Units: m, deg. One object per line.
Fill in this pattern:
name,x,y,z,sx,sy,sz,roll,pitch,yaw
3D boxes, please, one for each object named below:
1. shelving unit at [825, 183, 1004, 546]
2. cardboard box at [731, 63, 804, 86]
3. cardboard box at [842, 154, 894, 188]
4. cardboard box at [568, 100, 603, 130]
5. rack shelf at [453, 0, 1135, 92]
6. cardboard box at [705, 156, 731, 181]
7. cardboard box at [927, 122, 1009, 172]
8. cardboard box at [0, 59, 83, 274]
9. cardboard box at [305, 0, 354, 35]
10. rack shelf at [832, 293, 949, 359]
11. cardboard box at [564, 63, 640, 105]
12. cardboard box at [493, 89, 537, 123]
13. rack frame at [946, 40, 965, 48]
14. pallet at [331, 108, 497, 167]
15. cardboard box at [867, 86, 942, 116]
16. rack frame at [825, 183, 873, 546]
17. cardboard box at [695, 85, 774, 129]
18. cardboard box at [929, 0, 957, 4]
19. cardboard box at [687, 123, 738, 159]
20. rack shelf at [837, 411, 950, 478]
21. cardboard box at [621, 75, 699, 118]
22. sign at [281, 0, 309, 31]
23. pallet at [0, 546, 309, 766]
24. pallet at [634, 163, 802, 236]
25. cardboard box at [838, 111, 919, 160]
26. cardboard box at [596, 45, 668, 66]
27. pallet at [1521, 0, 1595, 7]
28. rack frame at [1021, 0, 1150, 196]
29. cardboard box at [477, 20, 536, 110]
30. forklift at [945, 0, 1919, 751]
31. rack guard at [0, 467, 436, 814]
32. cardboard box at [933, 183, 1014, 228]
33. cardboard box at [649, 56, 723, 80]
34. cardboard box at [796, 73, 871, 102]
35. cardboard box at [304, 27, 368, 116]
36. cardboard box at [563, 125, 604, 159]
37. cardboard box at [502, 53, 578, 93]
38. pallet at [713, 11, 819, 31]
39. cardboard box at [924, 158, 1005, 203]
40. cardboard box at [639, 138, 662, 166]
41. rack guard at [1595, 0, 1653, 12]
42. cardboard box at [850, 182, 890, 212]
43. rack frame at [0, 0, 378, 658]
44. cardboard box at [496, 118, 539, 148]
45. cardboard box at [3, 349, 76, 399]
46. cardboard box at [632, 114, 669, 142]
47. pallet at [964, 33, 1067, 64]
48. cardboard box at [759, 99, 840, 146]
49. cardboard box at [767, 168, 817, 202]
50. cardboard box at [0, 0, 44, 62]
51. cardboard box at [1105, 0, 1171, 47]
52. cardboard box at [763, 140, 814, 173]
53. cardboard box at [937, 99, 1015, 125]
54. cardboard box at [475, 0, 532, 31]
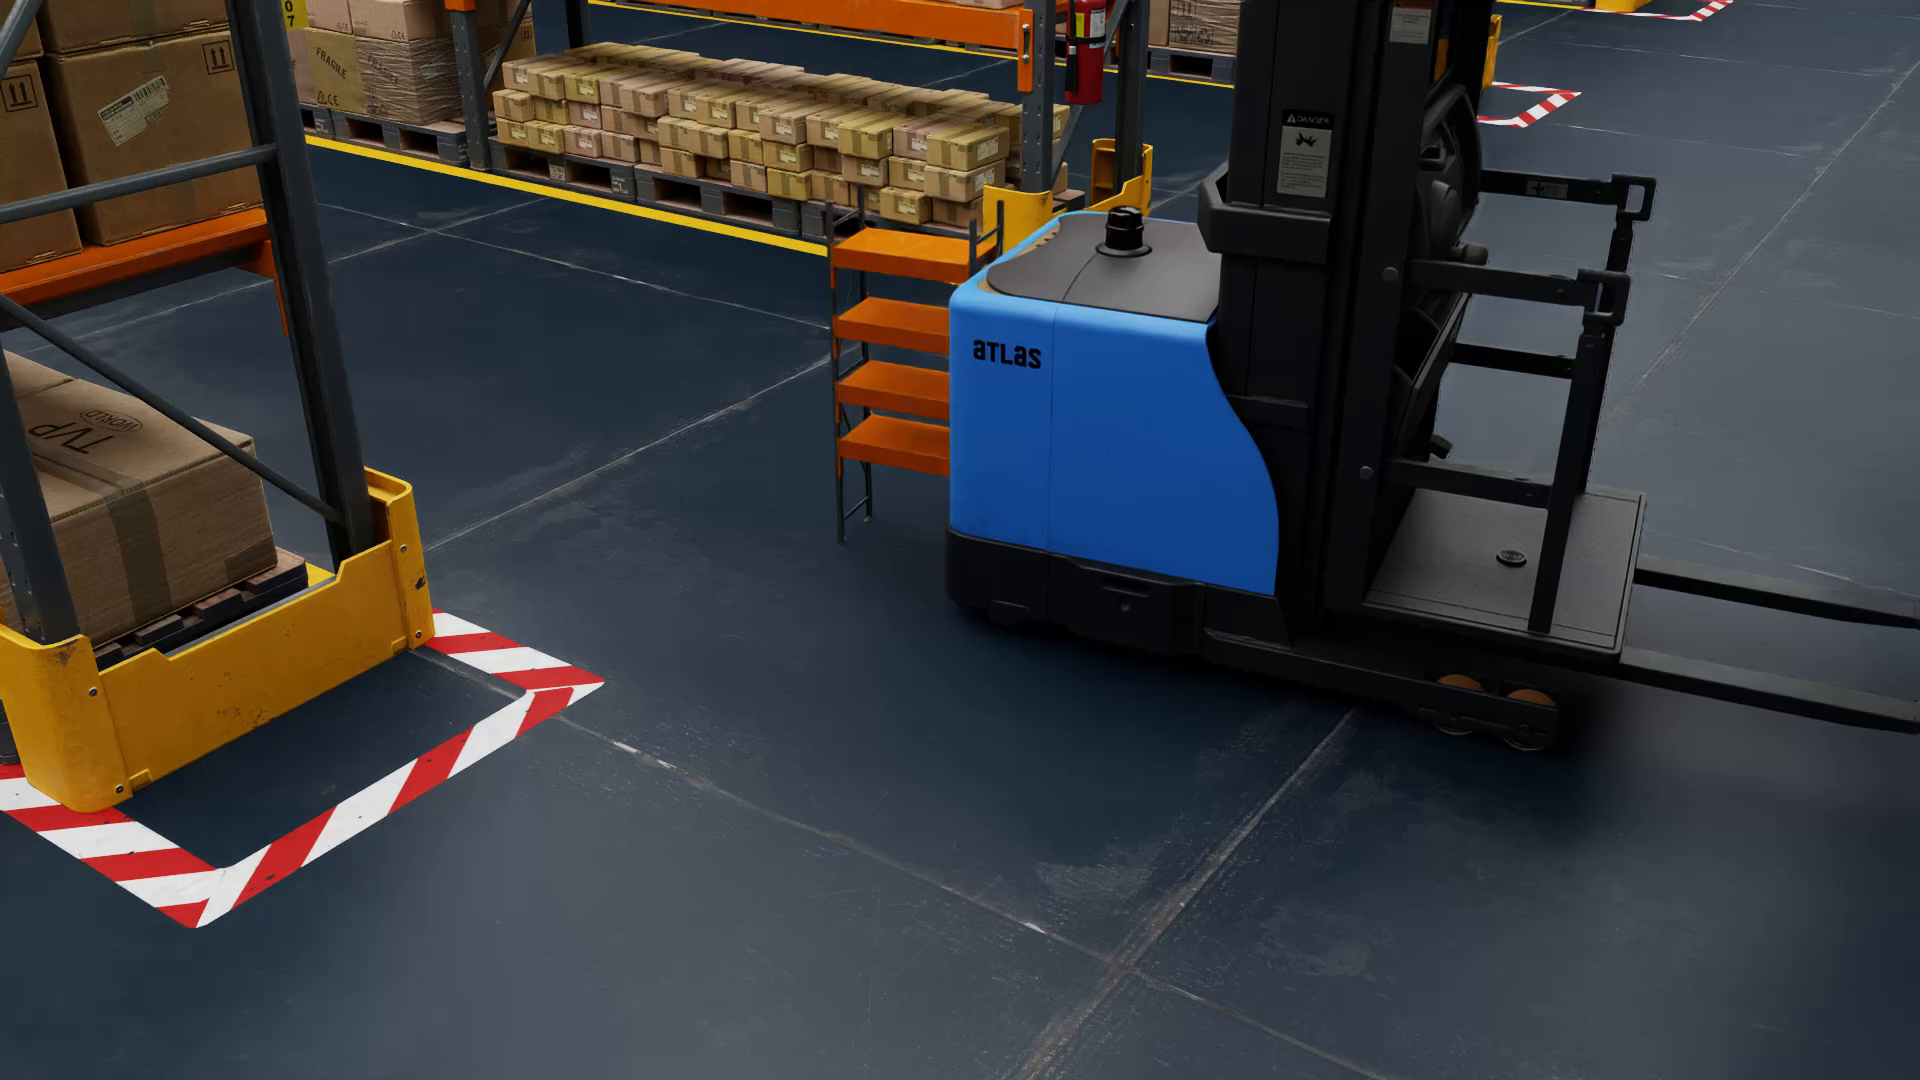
shelving unit,-0.141,-0.522,5.453,0.503,1.200,0.258,11,29,21
cardboard box,-1.118,-2.663,9.699,0.250,0.149,0.380,16,31,29
cardboard box,-0.404,-1.966,8.659,0.250,0.149,0.380,16,31,28
cardboard box,-2.077,-2.539,9.783,0.250,0.149,0.380,17,32,30
rack shelf,-1.027,-2.948,9.030,4.000,0.370,1.077,17,32,30
cardboard box,-1.205,-2.129,9.306,0.250,0.149,0.380,18,32,32
cardboard box,0.042,-1.978,8.355,0.250,0.149,0.380,18,32,31
cardboard box,-2.645,-0.948,4.196,0.500,0.500,0.500,18,32,31
cardboard box,-3.848,-3.424,10.636,0.500,0.250,0.500,19,33,33
rack shelf,-0.141,-0.661,5.382,0.480,0.148,0.258,11,29,21
cardboard box,-2.079,-2.659,9.692,0.250,0.149,0.380,17,31,30
cardboard box,-2.558,-2.619,9.941,0.250,0.149,0.380,19,33,33
rack frame,0.216,-5.611,13.468,0.127,3.000,1.000,17,32,30
pallet,-3.318,-2.739,10.900,1.213,0.211,1.003,17,32,30
cardboard box,-0.299,-2.370,9.124,0.250,0.149,0.380,16,31,28
rack frame,-0.364,-0.566,5.540,0.015,1.200,0.240,11,29,21
cardboard box,-1.235,-2.388,9.159,0.250,0.149,0.380,17,32,31
cardboard box,0.009,-2.699,8.024,0.250,0.149,0.380,17,32,30
cardboard box,-1.282,-2.227,9.172,0.250,0.149,0.380,18,32,31
rack shelf,-0.141,-0.285,5.573,0.480,0.148,0.258,11,29,21
cardboard box,-1.687,-2.505,9.389,0.250,0.149,0.380,18,32,31
sign,-1.778,-1.506,4.360,0.005,0.325,0.100,17,32,30
pallet,-2.801,0.188,5.148,1.213,0.211,1.003,17,32,30
pallet,-1.092,-2.068,9.580,1.213,0.211,1.003,17,32,30
cardboard box,-0.418,-2.083,8.561,0.250,0.149,0.380,17,31,29
cardboard box,-2.002,-2.920,10.204,0.250,0.149,0.380,18,32,31
pallet,5.660,-5.419,16.166,1.213,0.211,1.003,17,32,30
rack frame,0.622,-2.755,7.857,0.127,3.000,1.000,17,32,30
cardboard box,-3.134,-3.145,10.915,0.500,0.500,0.500,19,32,32
forklift,1.517,-0.997,4.478,3.031,2.935,1.130,11,29,21
rack guard,-2.078,0.241,4.725,0.348,0.500,1.175,17,32,30
cardboard box,0.070,-1.729,8.521,0.250,0.149,0.380,18,32,31
cardboard box,-1.623,-2.762,9.895,0.250,0.149,0.380,18,32,32
cardboard box,-0.714,-2.529,9.437,0.250,0.149,0.380,18,32,31
cardboard box,-3.851,-3.083,10.795,0.500,0.500,0.500,16,31,29
cardboard box,-2.103,-2.373,9.786,0.250,0.149,0.380,17,32,30
cardboard box,-2.509,-2.798,9.966,0.250,0.149,0.380,19,32,32
pallet,-1.472,-4.851,15.050,1.213,0.211,1.003,17,32,30
cardboard box,0.025,-1.833,8.398,0.250,0.149,0.380,16,31,29
cardboard box,-1.624,-2.270,9.584,0.250,0.149,0.380,16,31,28
rack guard,6.345,-5.320,15.653,0.348,0.500,1.175,17,32,30
cardboard box,-0.368,-1.857,8.773,0.250,0.149,0.380,17,32,30
rack frame,-2.097,-0.879,4.170,0.127,3.000,1.000,17,32,30
cardboard box,-2.557,-2.486,10.007,0.250,0.149,0.380,16,31,28
cardboard box,-3.457,-0.288,5.371,0.875,0.438,0.875,18,32,32
cardboard box,-1.643,-2.389,9.489,0.250,0.149,0.380,19,33,33
pallet,0.799,-4.144,13.660,1.213,0.211,1.003,17,32,30
cardboard box,-0.848,-2.222,8.833,0.250,0.149,0.380,19,32,32
cardboard box,-0.825,-1.958,8.971,0.250,0.149,0.380,16,31,28
cardboard box,-2.630,-1.404,3.989,0.500,0.500,0.500,18,32,32
cardboard box,1.457,-4.421,13.009,0.875,0.875,0.875,17,32,30
cardboard box,-0.838,-2.094,8.910,0.250,0.149,0.380,18,32,31
cardboard box,0.087,-2.225,8.838,0.250,0.149,0.380,18,32,31
cardboard box,-3.135,-3.478,10.744,0.500,0.250,0.500,16,31,28
